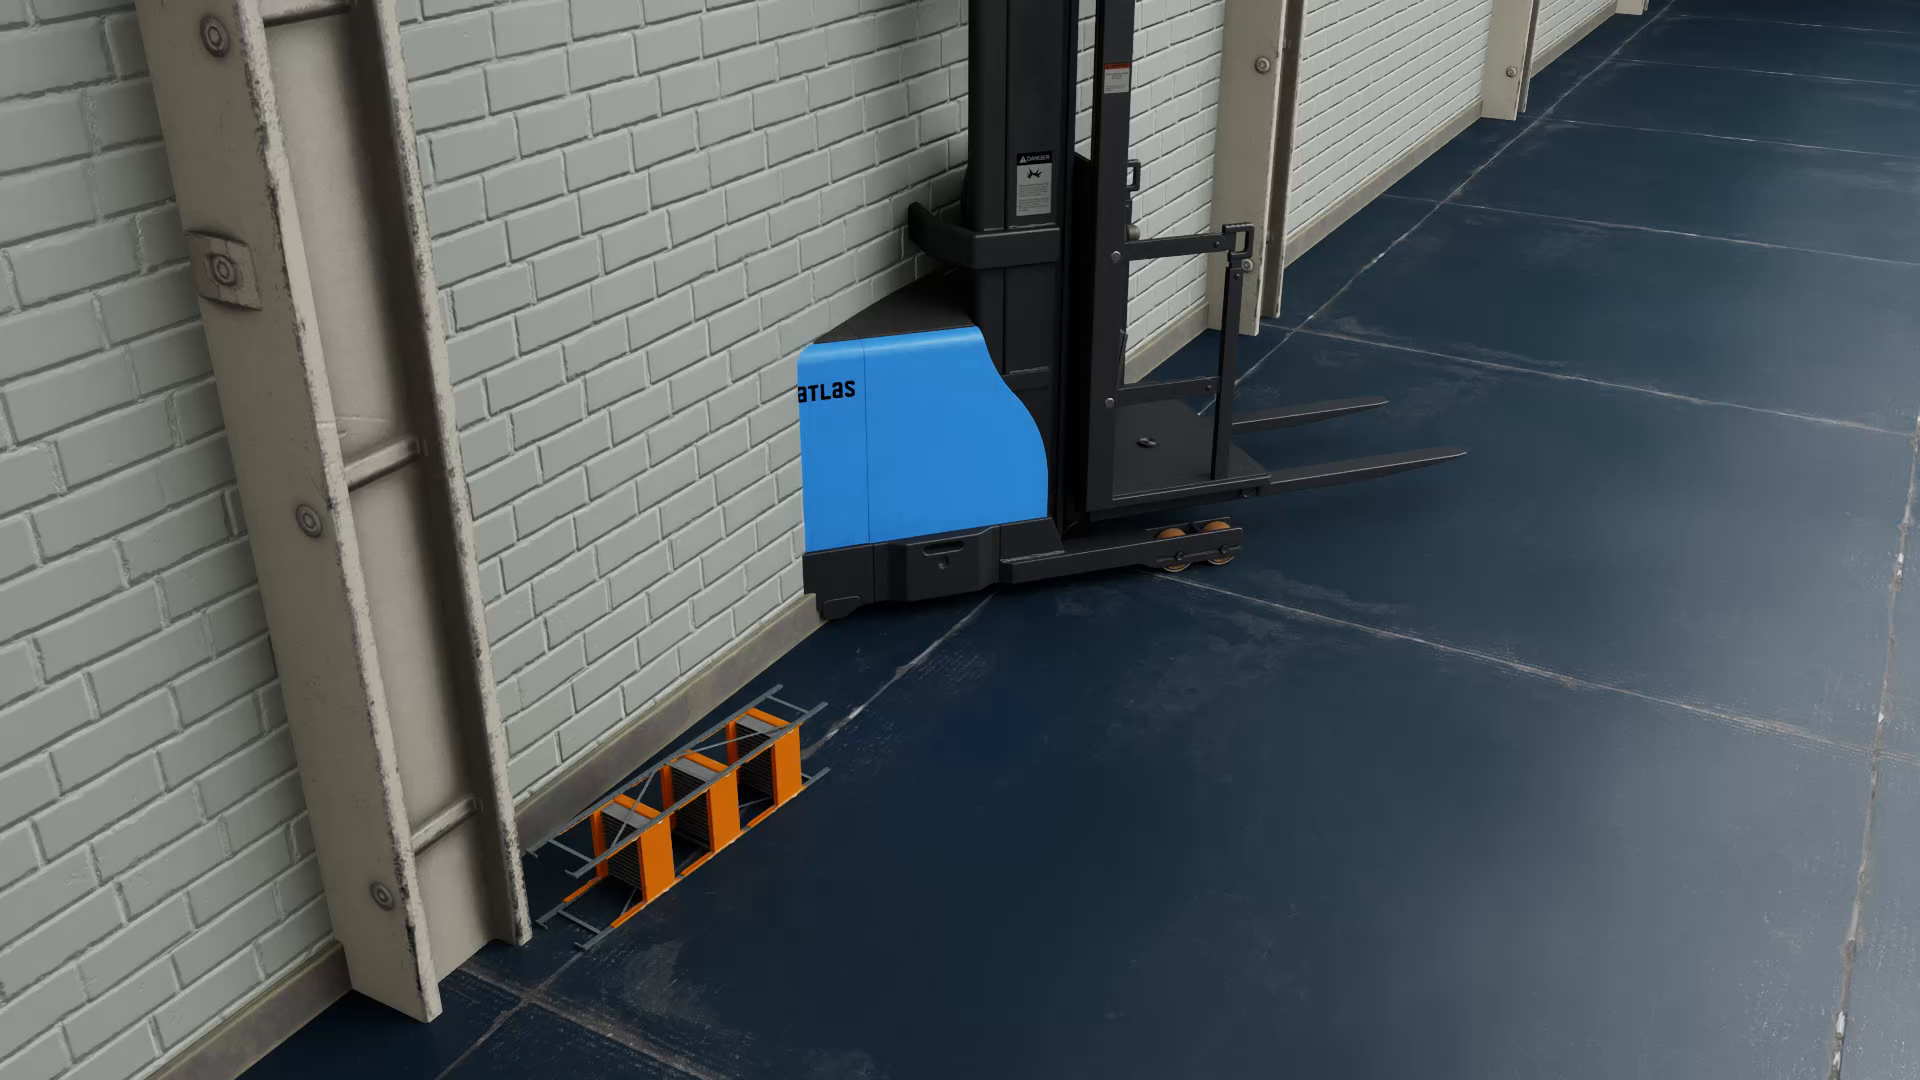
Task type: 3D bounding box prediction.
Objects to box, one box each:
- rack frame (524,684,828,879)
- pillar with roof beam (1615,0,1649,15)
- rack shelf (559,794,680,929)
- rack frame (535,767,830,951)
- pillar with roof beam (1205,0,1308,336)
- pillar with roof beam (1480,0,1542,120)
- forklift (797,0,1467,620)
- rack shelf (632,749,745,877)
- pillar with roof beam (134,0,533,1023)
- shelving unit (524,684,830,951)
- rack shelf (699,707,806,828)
[{"bbox_3d":[-0.796,0.677,4.837,0.200,0.008,1.050,18,31,31],"label":"rack frame"},{"bbox_3d":[11.200,-8.960,14.596,9.100,9.000,0.400,14,30,26],"label":"pillar with roof beam"},{"bbox_3d":[-0.962,0.891,4.681,0.215,0.240,0.259,18,31,31],"label":"rack shelf"},{"bbox_3d":[-0.796,0.895,4.946,0.200,0.008,1.050,18,31,31],"label":"rack frame"},{"bbox_3d":[5.296,-4.283,5.254,9.100,9.000,0.400,14,30,26],"label":"pillar with roof beam"},{"bbox_3d":[8.248,-6.622,9.925,9.100,9.000,0.400,14,30,26],"label":"pillar with roof beam"},{"bbox_3d":[0.591,-1.400,6.273,3.031,2.935,1.130,-9,28,-17],"label":"forklift"},{"bbox_3d":[-0.802,0.790,4.884,0.215,0.240,0.259,18,31,31],"label":"rack shelf"},{"bbox_3d":[2.345,-1.945,0.583,9.100,9.000,0.400,14,30,26],"label":"pillar with roof beam"},{"bbox_3d":[-0.796,0.786,4.892,0.215,0.252,1.050,18,31,31],"label":"shelving unit"},{"bbox_3d":[-0.638,0.686,5.091,0.215,0.240,0.259,18,31,31],"label":"rack shelf"}]
